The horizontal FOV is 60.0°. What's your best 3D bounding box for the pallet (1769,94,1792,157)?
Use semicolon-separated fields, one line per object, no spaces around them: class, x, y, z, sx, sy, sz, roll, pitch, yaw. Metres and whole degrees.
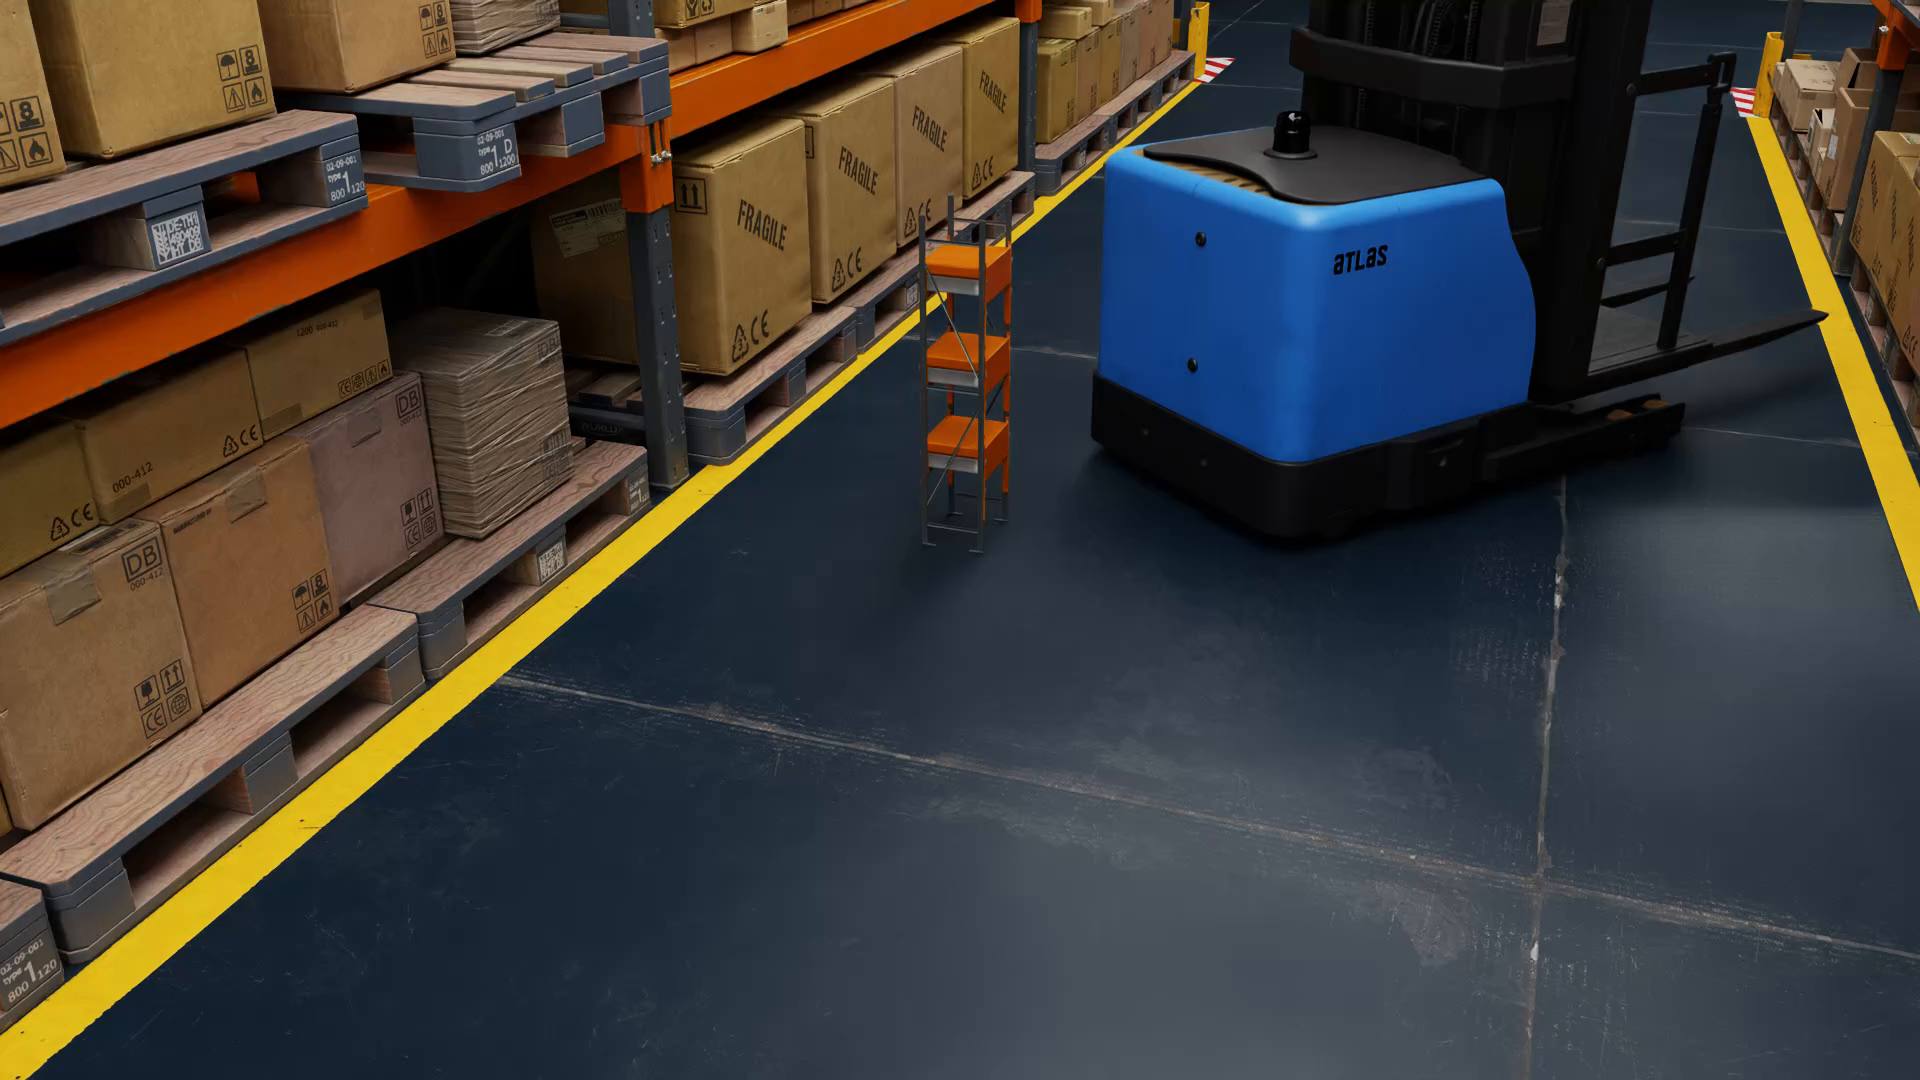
pallet;5.630;-2.565;10.305;1.003;0.211;1.213;9;27;17

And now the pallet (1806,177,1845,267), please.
pallet;4.818;-1.562;8.234;1.003;0.211;1.213;9;27;17

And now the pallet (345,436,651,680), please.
pallet;-1.676;-0.032;5.074;1.003;0.211;1.213;9;27;17

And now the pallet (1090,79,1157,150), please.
pallet;0.647;-2.801;10.793;1.003;0.211;1.213;9;27;17

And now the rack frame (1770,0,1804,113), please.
rack frame;5.920;-4.179;10.439;1.000;3.000;0.127;9;27;17

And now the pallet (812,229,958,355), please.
pallet;-0.674;-1.166;7.416;1.003;0.211;1.213;9;27;17

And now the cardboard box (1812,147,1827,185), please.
cardboard box;4.579;-1.888;8.474;0.380;0.149;0.250;9;27;17

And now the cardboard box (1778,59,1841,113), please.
cardboard box;5.305;-2.752;10.141;0.500;0.250;0.500;9;27;17

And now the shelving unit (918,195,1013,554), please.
shelving unit;0.018;-0.495;5.067;0.215;1.050;0.252;9;27;17

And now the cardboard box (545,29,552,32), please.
cardboard box;-1.548;-1.675;5.533;0.380;0.149;0.250;9;27;18

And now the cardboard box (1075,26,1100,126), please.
cardboard box;0.432;-2.814;10.007;0.700;0.500;0.500;8;27;17

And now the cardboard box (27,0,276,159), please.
cardboard box;-1.956;-1.141;3.546;0.700;0.500;0.500;9;27;17

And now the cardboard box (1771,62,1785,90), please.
cardboard box;5.456;-2.972;10.712;0.380;0.149;0.250;9;27;17

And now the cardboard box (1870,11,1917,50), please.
cardboard box;5.971;-2.993;10.353;0.500;0.500;0.500;9;27;17

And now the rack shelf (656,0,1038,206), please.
rack shelf;-0.749;-2.106;6.984;1.077;0.370;4.000;9;27;17

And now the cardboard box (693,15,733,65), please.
cardboard box;-0.995;-1.708;5.601;0.380;0.149;0.250;9;27;18

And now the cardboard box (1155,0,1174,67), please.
cardboard box;1.109;-3.658;11.749;0.700;0.500;0.500;9;27;17

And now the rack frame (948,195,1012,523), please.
rack frame;0.058;-0.545;5.170;0.200;1.050;0.008;9;27;17

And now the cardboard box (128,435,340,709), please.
cardboard box;-2.025;0.025;4.119;0.700;0.500;0.500;9;27;17

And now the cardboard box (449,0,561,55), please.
cardboard box;-1.562;-1.657;4.610;0.700;0.500;0.500;6;26;11

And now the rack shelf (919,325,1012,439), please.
rack shelf;0.018;-0.485;5.071;0.215;0.259;0.240;9;27;17

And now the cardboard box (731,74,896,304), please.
cardboard box;-0.749;-1.472;6.833;0.750;0.750;0.750;9;27;17

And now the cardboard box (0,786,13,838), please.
cardboard box;-2.392;0.438;3.267;0.700;0.500;0.500;8;27;16

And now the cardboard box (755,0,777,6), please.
cardboard box;-0.829;-2.172;5.816;0.500;0.500;0.500;10;27;19

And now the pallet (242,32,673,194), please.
pallet;-1.552;-1.214;4.535;1.213;0.211;1.003;9;27;17

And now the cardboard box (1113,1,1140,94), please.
cardboard box;0.775;-3.245;10.897;0.700;0.500;0.500;8;27;16

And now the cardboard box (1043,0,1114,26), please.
cardboard box;0.721;-3.229;10.119;0.380;0.149;0.250;8;27;16

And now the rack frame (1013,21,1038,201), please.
rack frame;-0.084;-3.252;8.525;1.000;3.000;0.127;9;27;17

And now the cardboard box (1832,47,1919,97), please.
cardboard box;5.209;-2.382;9.088;0.797;0.503;0.637;9;27;17

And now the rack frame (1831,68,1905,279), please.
rack frame;4.589;-2.535;7.044;1.000;3.000;0.127;9;27;17

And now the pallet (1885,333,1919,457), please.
pallet;3.949;-0.437;5.911;1.003;0.211;1.213;9;27;17

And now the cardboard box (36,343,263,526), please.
cardboard box;-2.021;-0.278;3.885;0.500;0.250;0.500;9;27;17

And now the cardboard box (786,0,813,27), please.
cardboard box;-0.781;-2.034;6.275;0.380;0.149;0.250;9;27;19

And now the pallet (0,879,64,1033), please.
pallet;-2.488;0.970;3.003;1.003;0.211;1.213;9;27;17

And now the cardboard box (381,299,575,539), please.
cardboard box;-1.605;-0.378;4.952;0.700;0.500;0.500;9;27;18

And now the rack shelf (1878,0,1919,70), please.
rack shelf;3.923;-1.389;5.503;1.077;0.370;4.000;9;27;17

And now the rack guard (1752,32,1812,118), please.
rack guard;5.895;-3.023;10.919;1.175;0.500;0.348;9;27;17

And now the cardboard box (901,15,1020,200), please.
cardboard box;-0.178;-2.187;8.311;0.750;0.750;0.750;9;27;18

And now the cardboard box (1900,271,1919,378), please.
cardboard box;3.689;-0.812;5.848;0.500;0.500;0.500;8;27;15

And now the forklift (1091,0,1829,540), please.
forklift;1.982;-1.789;5.582;3.031;2.935;1.130;-15;30;-28

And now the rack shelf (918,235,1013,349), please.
rack shelf;0.018;-0.740;4.948;0.215;0.259;0.240;9;27;17

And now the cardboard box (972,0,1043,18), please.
cardboard box;0.287;-3.195;10.048;0.380;0.149;0.250;8;27;16

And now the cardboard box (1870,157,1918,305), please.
cardboard box;4.031;-1.224;6.699;0.500;0.500;0.500;9;27;18

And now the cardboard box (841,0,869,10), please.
cardboard box;-0.587;-2.238;6.695;0.380;0.149;0.250;9;27;18
